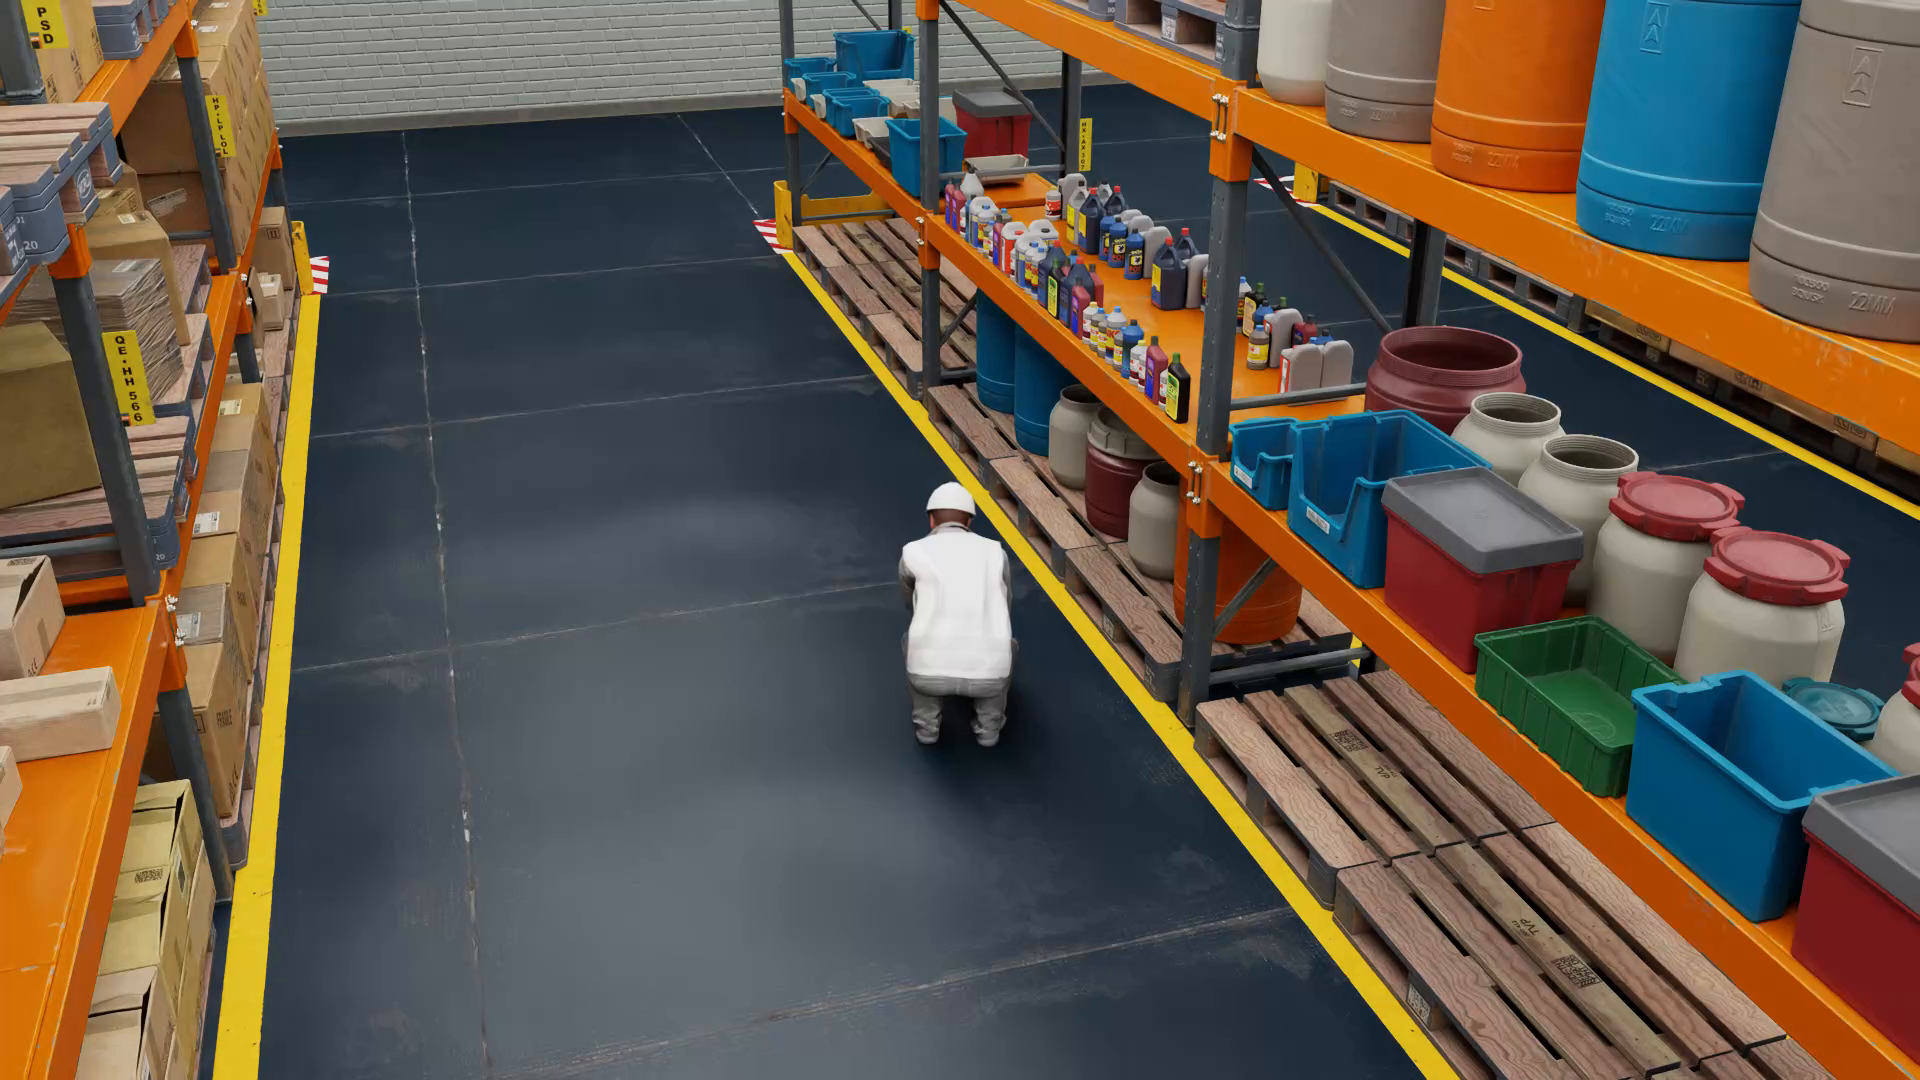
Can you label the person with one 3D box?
[{"bbox_3d":[-0.007,0.322,7.311,0.533,1.005,0.914,2,26,3],"label":"person"}]
